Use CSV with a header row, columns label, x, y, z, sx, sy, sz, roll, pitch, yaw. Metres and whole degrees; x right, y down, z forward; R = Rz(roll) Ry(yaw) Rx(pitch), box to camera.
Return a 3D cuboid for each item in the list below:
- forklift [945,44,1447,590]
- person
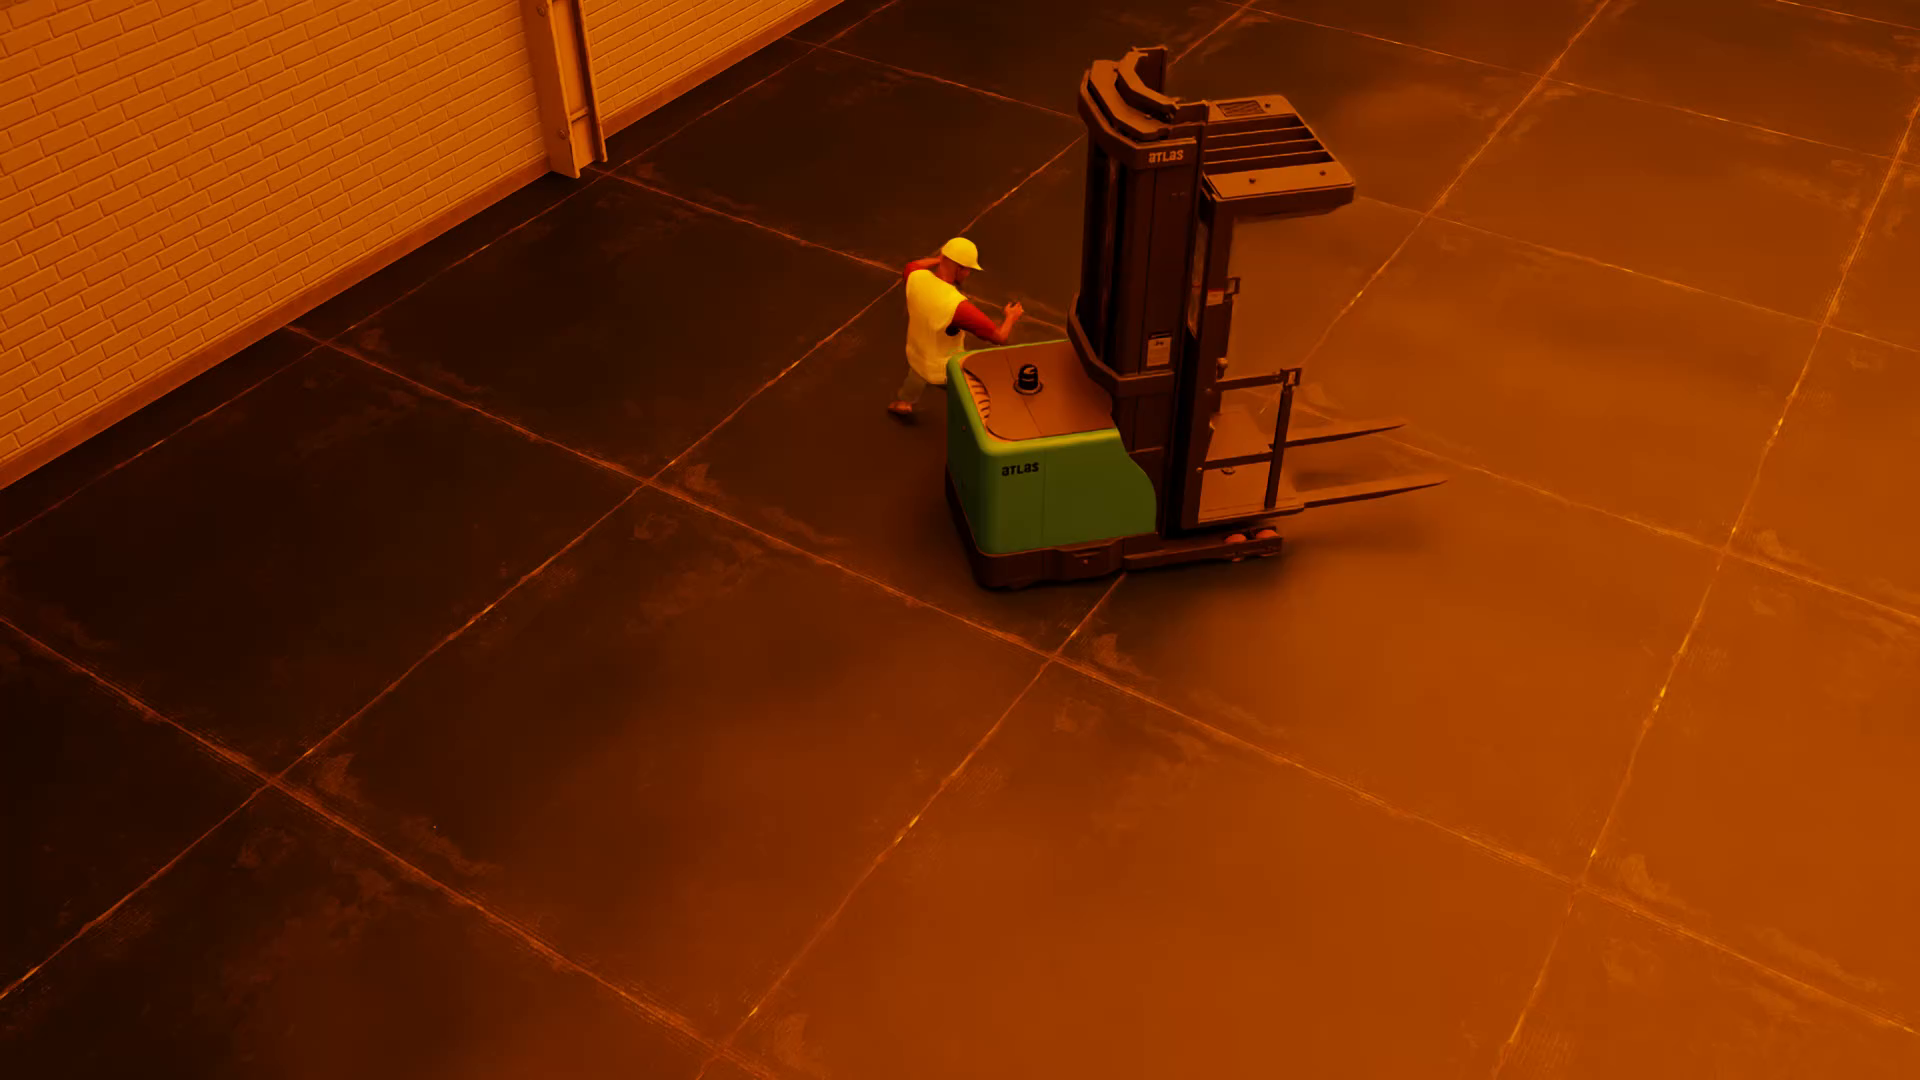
label,x,y,z,sx,sy,sz,roll,pitch,yaw
forklift,1.479,-1.317,9.521,3.031,2.935,1.130,-8,41,-10
person,0.007,-1.247,10.552,0.704,1.553,1.155,-25,46,-26
